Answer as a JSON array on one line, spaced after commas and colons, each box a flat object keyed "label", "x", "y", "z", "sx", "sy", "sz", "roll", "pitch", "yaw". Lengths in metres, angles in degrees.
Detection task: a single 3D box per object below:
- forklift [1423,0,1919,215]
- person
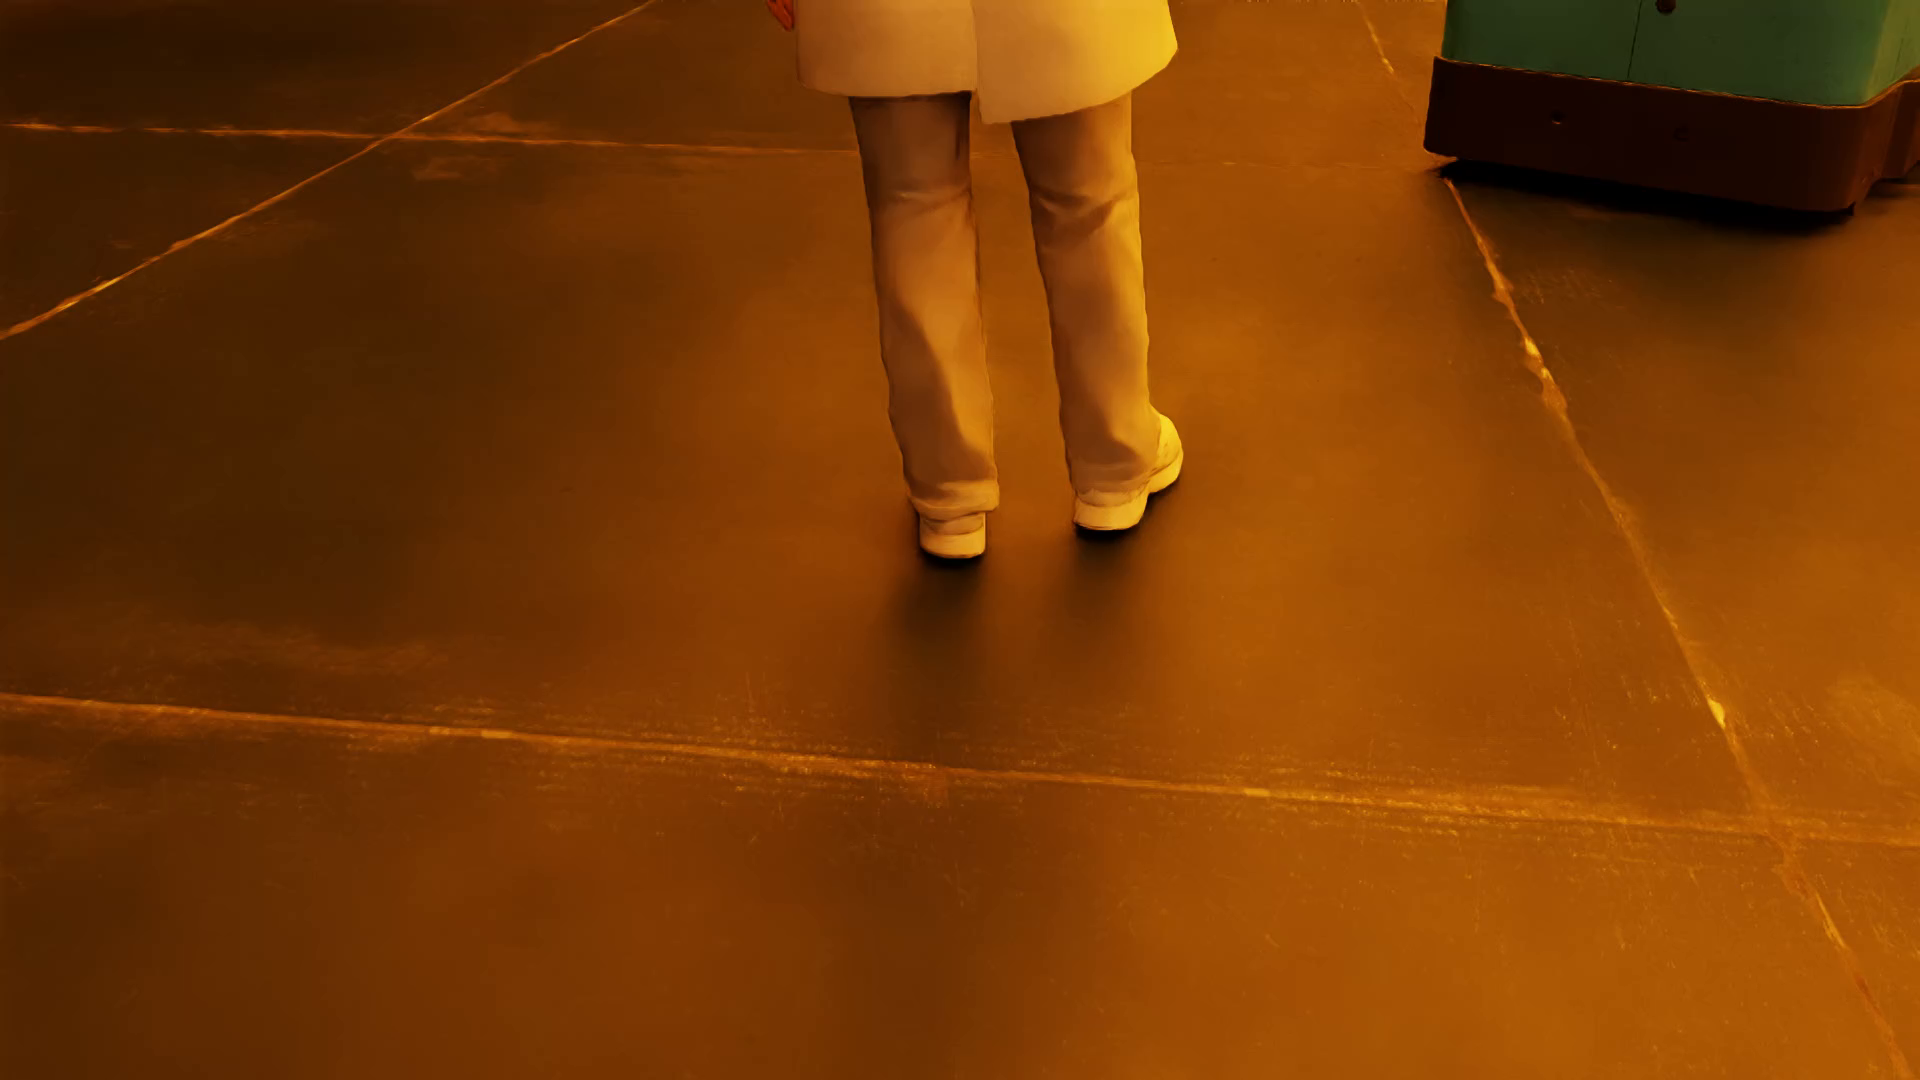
[{"label": "forklift", "x": 2.540, "y": -2.670, "z": 4.569, "sx": 1.130, "sy": 2.935, "sz": 3.031, "roll": 19, "pitch": 32, "yaw": 33}, {"label": "person", "x": 0.017, "y": -0.857, "z": 2.172, "sx": 0.694, "sy": 1.742, "sz": 0.579, "roll": 3, "pitch": 27, "yaw": 7}]
